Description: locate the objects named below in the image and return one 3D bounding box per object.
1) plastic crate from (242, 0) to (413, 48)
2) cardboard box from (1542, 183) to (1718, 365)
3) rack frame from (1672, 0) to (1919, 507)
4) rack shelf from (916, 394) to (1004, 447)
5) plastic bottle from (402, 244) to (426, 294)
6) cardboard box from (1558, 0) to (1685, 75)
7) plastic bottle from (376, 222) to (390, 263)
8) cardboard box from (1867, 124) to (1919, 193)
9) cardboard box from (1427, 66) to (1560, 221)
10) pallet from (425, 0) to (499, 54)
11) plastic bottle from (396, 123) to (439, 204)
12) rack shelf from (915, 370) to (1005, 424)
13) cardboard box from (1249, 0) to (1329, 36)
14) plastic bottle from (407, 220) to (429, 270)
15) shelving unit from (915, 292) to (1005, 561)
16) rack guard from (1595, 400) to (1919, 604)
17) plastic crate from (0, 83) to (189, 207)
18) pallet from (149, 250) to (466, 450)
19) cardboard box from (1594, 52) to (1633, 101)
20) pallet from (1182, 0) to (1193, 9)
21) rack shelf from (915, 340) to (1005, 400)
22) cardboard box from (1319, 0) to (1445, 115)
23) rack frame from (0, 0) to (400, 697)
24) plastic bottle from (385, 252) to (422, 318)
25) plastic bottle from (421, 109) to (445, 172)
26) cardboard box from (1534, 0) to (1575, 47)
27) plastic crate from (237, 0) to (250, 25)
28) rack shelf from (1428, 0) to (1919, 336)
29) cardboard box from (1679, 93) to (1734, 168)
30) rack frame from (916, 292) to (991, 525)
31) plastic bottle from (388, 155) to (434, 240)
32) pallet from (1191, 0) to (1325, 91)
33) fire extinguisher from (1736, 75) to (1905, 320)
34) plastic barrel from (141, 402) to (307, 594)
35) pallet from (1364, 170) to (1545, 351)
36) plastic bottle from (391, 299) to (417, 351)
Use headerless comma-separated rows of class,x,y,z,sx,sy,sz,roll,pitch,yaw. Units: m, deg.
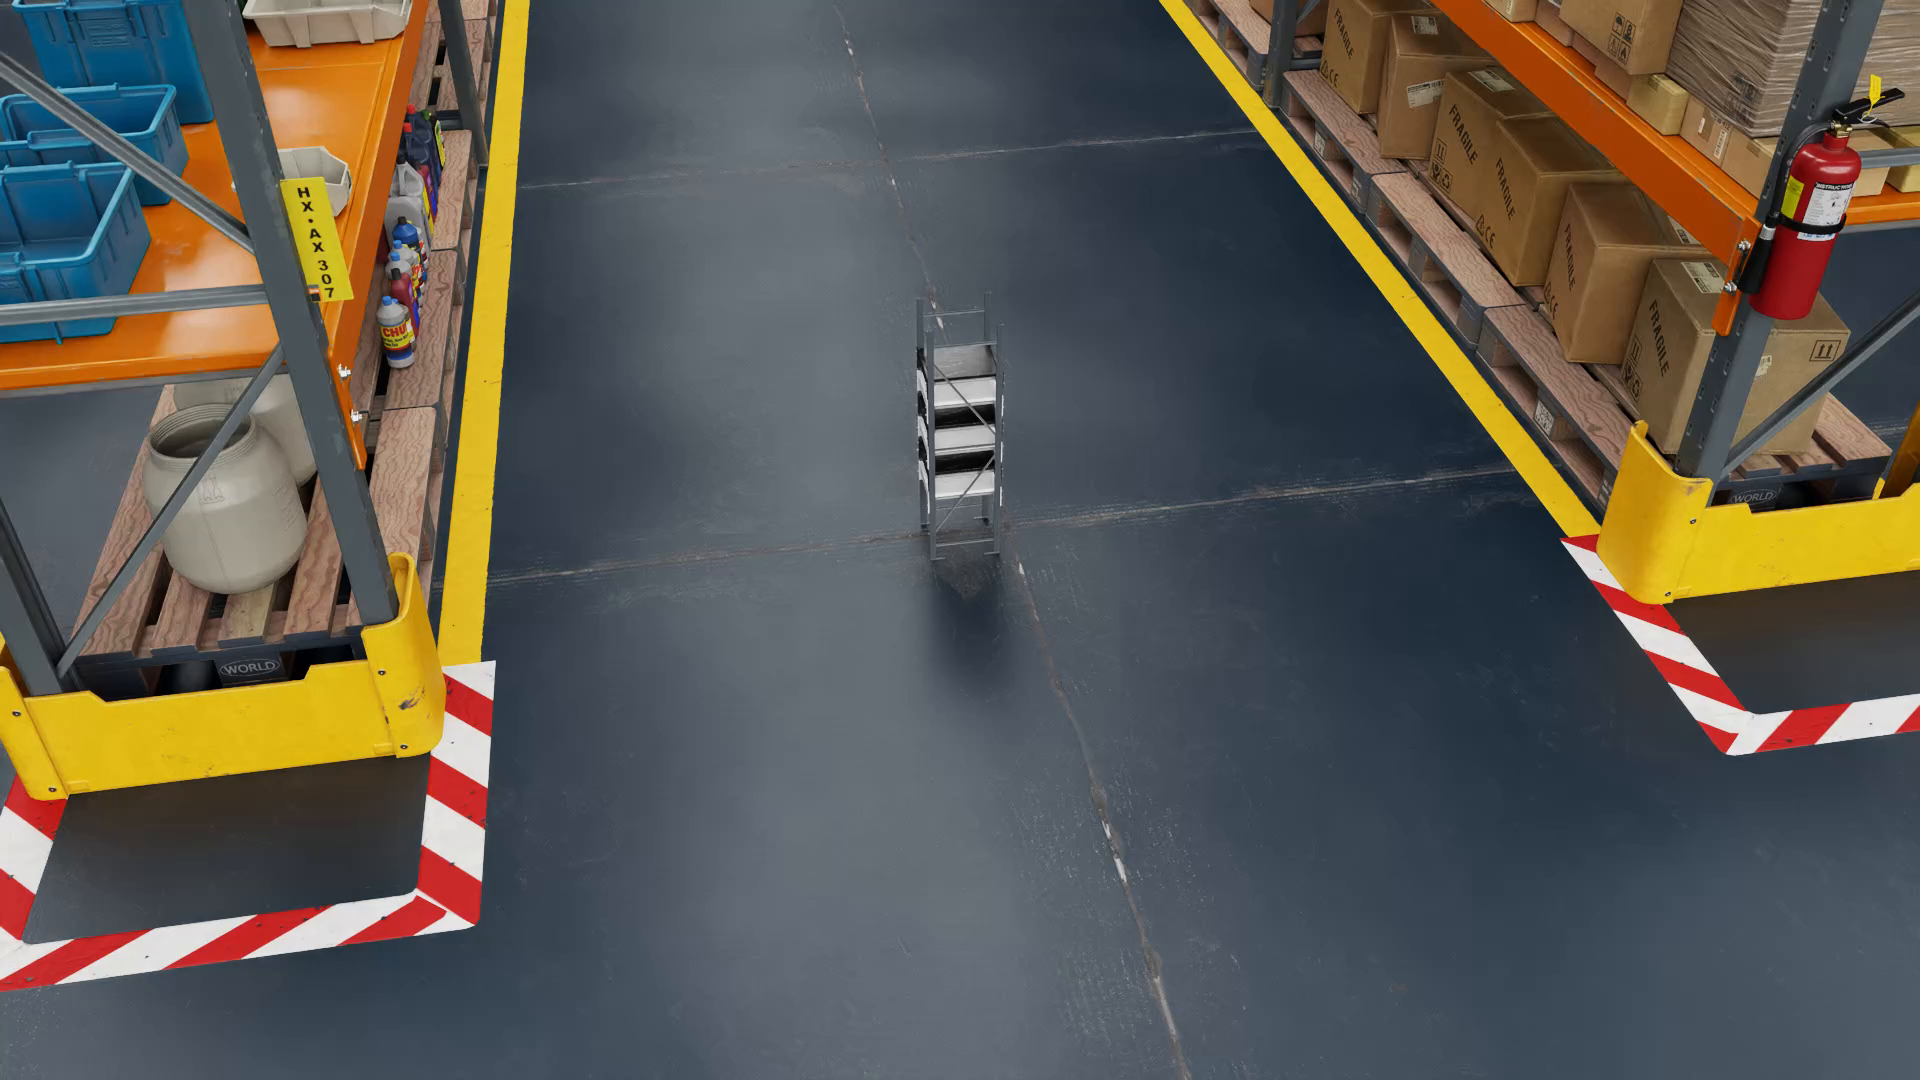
plastic crate,-2.257,-1.913,5.982,0.530,0.136,0.437,-6,38,-8
cardboard box,2.555,-1.002,6.290,0.500,0.500,0.500,3,38,4
rack frame,2.786,-1.087,4.704,1.000,3.000,0.127,-6,38,-8
rack shelf,-0.001,-0.405,5.445,0.258,0.077,0.200,-6,38,-8
plastic bottle,-2.196,-1.079,6.616,0.097,0.201,0.097,0,38,0
cardboard box,2.511,-1.868,5.386,0.875,0.500,0.500,-6,38,-8
plastic bottle,-2.385,-1.292,6.824,0.061,0.283,0.133,-6,38,-8
cardboard box,2.971,-1.186,5.036,0.380,0.149,0.250,-6,38,-8
cardboard box,2.410,-1.724,7.220,0.500,0.500,0.500,-9,39,-12
pallet,-3.184,-3.078,9.540,1.003,0.211,1.213,-6,38,-8
plastic bottle,-2.361,-1.624,7.196,0.144,0.351,0.185,-8,39,-10
rack shelf,-0.001,-0.476,5.390,0.258,0.077,0.200,-6,38,-8
cardboard box,1.998,-3.063,8.926,0.700,0.500,0.500,-9,39,-11
plastic bottle,-2.232,-1.203,6.776,0.097,0.201,0.097,0,38,0
shelving unit,-0.001,-0.360,5.480,0.258,0.900,0.210,-6,38,-8
rack guard,2.773,-0.146,5.530,1.175,0.500,0.348,-6,38,-8
plastic crate,-2.581,-1.159,4.917,0.499,0.251,0.408,-6,38,-8
pallet,-2.497,-0.721,6.505,1.003,0.211,1.213,-6,38,-8
cardboard box,2.367,-1.587,5.552,0.380,0.149,0.250,-6,38,-8
pallet,1.730,-3.610,10.225,1.003,0.211,1.213,-6,38,-8
rack shelf,-0.001,-0.547,5.335,0.258,0.077,0.200,-6,38,-8
cardboard box,2.116,-2.436,8.136,0.500,0.500,0.500,-7,38,-9
rack frame,-2.090,-0.554,4.018,1.000,3.000,0.127,-6,38,-8
plastic bottle,-2.161,-0.986,6.440,0.097,0.271,0.097,0,38,0
plastic bottle,-2.382,-1.816,7.498,0.061,0.283,0.133,-4,38,-6
cardboard box,2.298,-1.891,5.944,0.380,0.149,0.250,-6,38,-8
plastic crate,-2.831,-2.036,6.099,0.450,0.188,0.662,-6,38,-8
rack shelf,2.436,-2.011,6.480,1.077,0.370,4.000,-6,38,-8
cardboard box,2.490,-1.289,5.169,0.380,0.149,0.250,-6,38,-8
rack frame,-0.019,-0.422,5.559,0.240,0.900,0.006,-6,38,-8
plastic bottle,-2.304,-1.429,6.945,0.144,0.351,0.185,-6,38,-8
pallet,1.947,-2.872,9.275,1.003,0.211,1.213,-6,38,-8
fire extinguisher,2.353,-0.938,4.575,0.296,0.674,0.183,-6,38,-8
plastic barrel,-2.281,-0.127,5.154,0.421,0.512,0.421,0,38,0
pallet,2.455,-1.262,7.202,1.003,0.211,1.213,-6,38,-8
plastic bottle,-2.119,-0.814,6.275,0.097,0.201,0.097,0,38,0
